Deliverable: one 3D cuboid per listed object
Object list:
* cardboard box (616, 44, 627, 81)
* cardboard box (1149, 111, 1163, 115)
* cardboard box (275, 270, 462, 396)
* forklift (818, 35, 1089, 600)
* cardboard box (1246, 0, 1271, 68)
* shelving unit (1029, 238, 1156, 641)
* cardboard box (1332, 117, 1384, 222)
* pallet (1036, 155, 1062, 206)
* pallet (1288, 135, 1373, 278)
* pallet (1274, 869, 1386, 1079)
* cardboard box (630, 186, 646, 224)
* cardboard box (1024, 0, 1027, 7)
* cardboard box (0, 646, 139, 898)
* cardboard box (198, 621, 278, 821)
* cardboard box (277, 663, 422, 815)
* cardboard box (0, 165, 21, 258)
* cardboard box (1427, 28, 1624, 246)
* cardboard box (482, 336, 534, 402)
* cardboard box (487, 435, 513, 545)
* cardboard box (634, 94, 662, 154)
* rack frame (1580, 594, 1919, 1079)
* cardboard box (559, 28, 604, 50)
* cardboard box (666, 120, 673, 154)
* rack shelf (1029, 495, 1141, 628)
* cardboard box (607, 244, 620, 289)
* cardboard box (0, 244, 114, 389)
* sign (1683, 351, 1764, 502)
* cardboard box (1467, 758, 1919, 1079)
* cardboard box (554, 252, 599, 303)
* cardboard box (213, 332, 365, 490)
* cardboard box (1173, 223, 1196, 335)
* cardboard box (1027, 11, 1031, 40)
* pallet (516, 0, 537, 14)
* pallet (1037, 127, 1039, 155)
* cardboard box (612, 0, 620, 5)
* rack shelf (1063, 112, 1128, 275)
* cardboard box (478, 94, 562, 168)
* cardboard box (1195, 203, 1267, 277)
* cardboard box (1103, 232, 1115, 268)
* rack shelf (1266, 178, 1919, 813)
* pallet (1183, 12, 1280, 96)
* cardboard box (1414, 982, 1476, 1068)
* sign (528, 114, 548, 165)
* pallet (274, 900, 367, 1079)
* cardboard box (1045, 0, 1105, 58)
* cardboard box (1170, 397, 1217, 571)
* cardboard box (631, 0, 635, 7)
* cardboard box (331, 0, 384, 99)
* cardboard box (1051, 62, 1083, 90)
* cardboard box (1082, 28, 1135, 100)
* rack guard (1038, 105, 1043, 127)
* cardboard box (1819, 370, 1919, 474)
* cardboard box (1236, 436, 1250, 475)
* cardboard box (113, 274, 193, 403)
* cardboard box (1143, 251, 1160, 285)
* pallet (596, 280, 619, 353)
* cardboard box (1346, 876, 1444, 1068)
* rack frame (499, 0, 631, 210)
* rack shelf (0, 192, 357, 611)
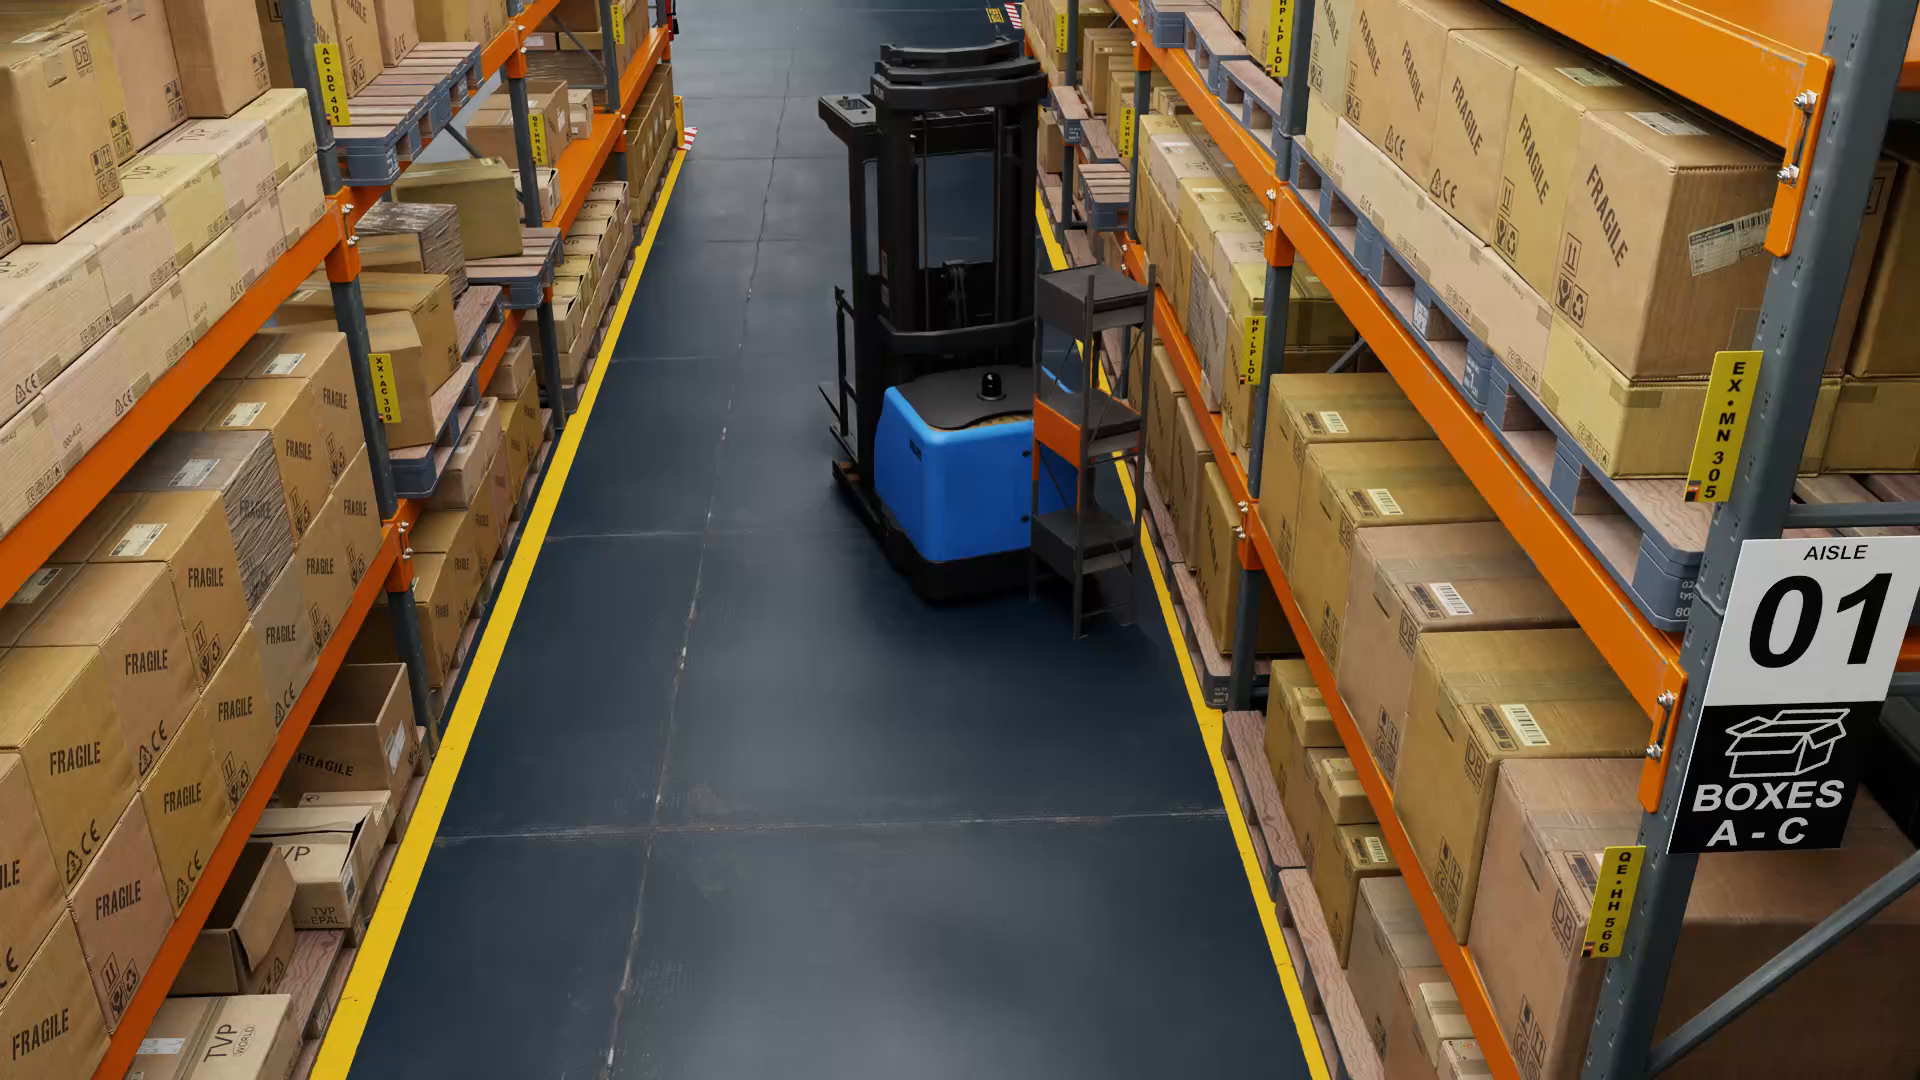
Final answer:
[{"bbox_3d":[-3.591,-4.687,15.885,0.700,0.500,0.500,-1,28,-2],"label":"cardboard box"},{"bbox_3d":[1.615,-2.693,11.586,0.700,0.500,0.500,-5,28,-9],"label":"cardboard box"},{"bbox_3d":[-2.989,-1.039,8.436,0.700,0.500,0.500,3,28,5],"label":"cardboard box"},{"bbox_3d":[-0.193,-1.624,10.194,1.130,2.935,3.031,-9,29,-17],"label":"forklift"},{"bbox_3d":[1.829,-2.624,8.209,0.700,0.500,0.500,-2,28,-4],"label":"cardboard box"},{"bbox_3d":[0.693,-0.517,8.971,0.431,2.100,0.503,-14,31,-24],"label":"shelving unit"},{"bbox_3d":[1.644,-1.323,5.898,0.500,0.250,0.500,-2,28,-4],"label":"cardboard box"},{"bbox_3d":[1.304,-3.722,17.158,1.003,0.211,1.213,-1,28,-3],"label":"pallet"},{"bbox_3d":[1.891,-1.302,6.355,1.003,0.211,1.213,-1,28,-3],"label":"pallet"},{"bbox_3d":[1.887,1.765,6.638,1.003,0.211,1.213,-1,28,-3],"label":"pallet"},{"bbox_3d":[-3.227,-3.151,15.568,0.500,0.250,0.500,-1,28,-3],"label":"cardboard box"},{"bbox_3d":[0.957,-5.978,17.799,0.500,0.500,0.500,-1,28,-3],"label":"cardboard box"},{"bbox_3d":[-2.674,0.639,4.592,0.500,0.500,0.500,-1,28,-2],"label":"cardboard box"},{"bbox_3d":[-2.719,0.622,5.705,0.500,0.500,0.500,-1,28,-2],"label":"cardboard box"},{"bbox_3d":[-2.775,0.901,7.506,0.500,0.500,0.500,-1,28,-3],"label":"cardboard box"},{"bbox_3d":[-2.997,-0.937,4.370,0.700,0.500,0.500,-1,28,-3],"label":"cardboard box"},{"bbox_3d":[1.706,-1.172,4.800,0.500,0.500,0.500,-3,28,-5],"label":"cardboard box"},{"bbox_3d":[-3.006,-1.083,10.499,0.500,0.250,0.500,0,28,-1],"label":"cardboard box"},{"bbox_3d":[-2.953,-0.295,9.799,0.500,0.500,0.500,-2,28,-5],"label":"cardboard box"},{"bbox_3d":[-3.298,-4.177,16.723,0.500,0.500,0.500,-1,28,-3],"label":"cardboard box"},{"bbox_3d":[2.068,1.458,4.212,1.000,3.000,0.127,-1,28,-3],"label":"rack frame"},{"bbox_3d":[-3.326,-4.423,14.678,0.380,0.149,0.250,-1,28,-3],"label":"cardboard box"},{"bbox_3d":[-3.353,-4.306,17.781,0.500,0.250,0.500,-1,28,-3],"label":"cardboard box"},{"bbox_3d":[0.692,0.116,9.300,0.431,0.518,0.480,-14,31,-24],"label":"rack shelf"},{"bbox_3d":[-3.143,-2.275,13.888,0.500,0.250,0.500,-1,28,-2],"label":"cardboard box"},{"bbox_3d":[-2.698,-0.612,4.557,0.500,0.250,0.500,-1,28,-3],"label":"cardboard box"},{"bbox_3d":[1.525,-0.223,3.319,0.100,0.325,0.005,-1,28,-3],"label":"sign"},{"bbox_3d":[2.031,1.089,4.593,0.980,0.700,0.700,0,28,0],"label":"cardboard box"},{"bbox_3d":[-3.091,-2.058,12.865,0.500,0.311,0.500,-2,28,-4],"label":"cardboard box"},{"bbox_3d":[-2.803,-0.529,6.831,0.500,0.500,0.500,-1,28,-2],"label":"cardboard box"},{"bbox_3d":[1.498,-1.480,9.392,0.500,0.500,0.500,-1,28,-1],"label":"cardboard box"},{"bbox_3d":[0.982,-5.401,17.503,0.500,0.250,0.500,-2,28,-4],"label":"cardboard box"},{"bbox_3d":[-3.422,-3.673,11.009,1.213,0.211,1.003,0,28,0],"label":"pallet"},{"bbox_3d":[1.243,-4.284,18.235,1.003,0.211,1.213,-1,28,-3],"label":"pallet"},{"bbox_3d":[-3.588,-5.252,15.565,0.700,0.500,0.500,-1,28,-3],"label":"cardboard box"},{"bbox_3d":[1.545,-2.842,13.232,1.077,0.370,4.000,-1,28,-3],"label":"rack shelf"},{"bbox_3d":[-3.428,-3.177,12.990,0.500,0.500,0.500,-1,28,-3],"label":"cardboard box"},{"bbox_3d":[1.535,-1.589,8.790,0.500,0.250,0.500,-1,28,-2],"label":"cardboard box"},{"bbox_3d":[1.559,-2.357,13.753,0.700,0.500,0.500,-1,28,-2],"label":"cardboard box"},{"bbox_3d":[1.963,-0.477,5.455,1.077,0.370,4.000,-1,28,-3],"label":"rack shelf"},{"bbox_3d":[1.798,-2.671,9.087,1.003,0.211,1.213,0,28,0],"label":"pallet"},{"bbox_3d":[1.728,1.598,5.489,0.380,0.149,0.250,-1,28,-1],"label":"cardboard box"},{"bbox_3d":[-2.755,-2.611,10.847,0.100,0.325,0.005,-1,28,-3],"label":"sign"},{"bbox_3d":[-2.986,1.850,6.475,1.003,0.211,1.213,-1,28,-3],"label":"pallet"},{"bbox_3d":[1.076,-4.800,15.540,0.500,0.500,0.500,-2,28,-3],"label":"cardboard box"},{"bbox_3d":[1.646,-0.330,9.510,0.750,0.750,0.750,-1,28,-1],"label":"cardboard box"},{"bbox_3d":[-3.435,-5.372,16.497,0.380,0.149,0.250,-1,28,-1],"label":"cardboard box"},{"bbox_3d":[-3.098,-2.416,7.724,0.600,0.600,0.600,-2,28,-3],"label":"cardboard box"},{"bbox_3d":[1.114,-4.238,15.272,0.500,0.250,0.500,-1,28,-3],"label":"cardboard box"},{"bbox_3d":[1.434,-4.088,14.260,0.700,0.500,0.500,-1,28,-2],"label":"cardboard box"},{"bbox_3d":[1.236,-4.788,18.889,1.175,0.500,0.348,-1,28,-3],"label":"rack guard"},{"bbox_3d":[2.274,-0.379,4.090,0.500,0.250,0.500,0,28,0],"label":"cardboard box"},{"bbox_3d":[1.558,-0.436,8.093,0.380,0.149,0.250,-1,28,-2],"label":"cardboard box"},{"bbox_3d":[-2.725,-0.621,5.115,0.500,0.250,0.500,-1,28,-3],"label":"cardboard box"},{"bbox_3d":[1.370,-1.735,10.584,0.380,0.149,0.250,-1,28,-1],"label":"cardboard box"},{"bbox_3d":[-3.362,-1.822,13.516,1.003,0.211,1.213,-1,28,-3],"label":"pallet"},{"bbox_3d":[1.878,1.596,6.196,0.700,0.500,0.500,-2,28,-4],"label":"cardboard box"},{"bbox_3d":[-3.506,-3.963,14.604,1.000,3.000,0.127,-1,28,-3],"label":"rack frame"},{"bbox_3d":[-2.984,-0.356,5.223,1.077,0.370,4.000,-1,28,-3],"label":"rack shelf"}]
